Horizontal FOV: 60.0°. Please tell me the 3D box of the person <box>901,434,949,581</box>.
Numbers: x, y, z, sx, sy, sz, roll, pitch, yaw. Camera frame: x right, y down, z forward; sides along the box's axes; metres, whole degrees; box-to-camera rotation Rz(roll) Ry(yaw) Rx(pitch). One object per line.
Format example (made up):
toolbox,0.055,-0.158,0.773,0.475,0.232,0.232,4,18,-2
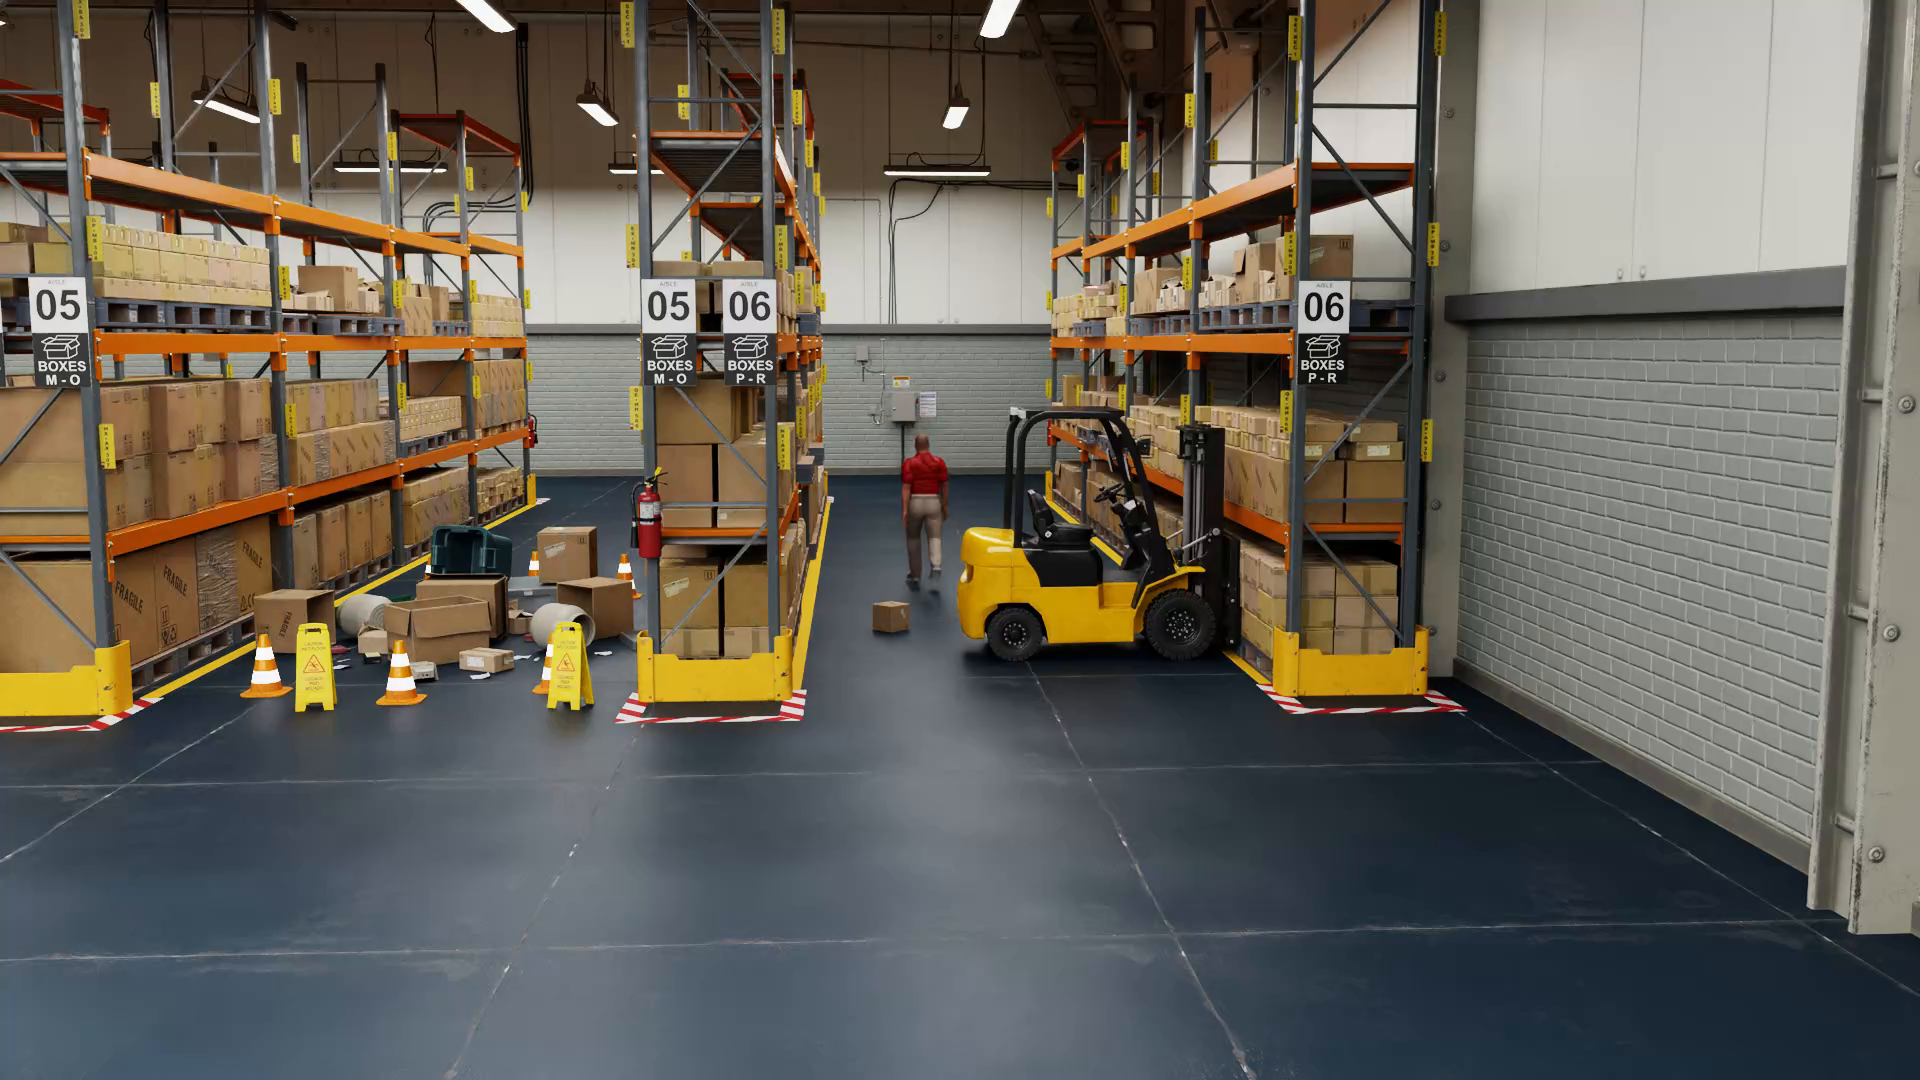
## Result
person,-0.394,-0.356,18.748,0.547,1.683,0.937,-1,7,-9
